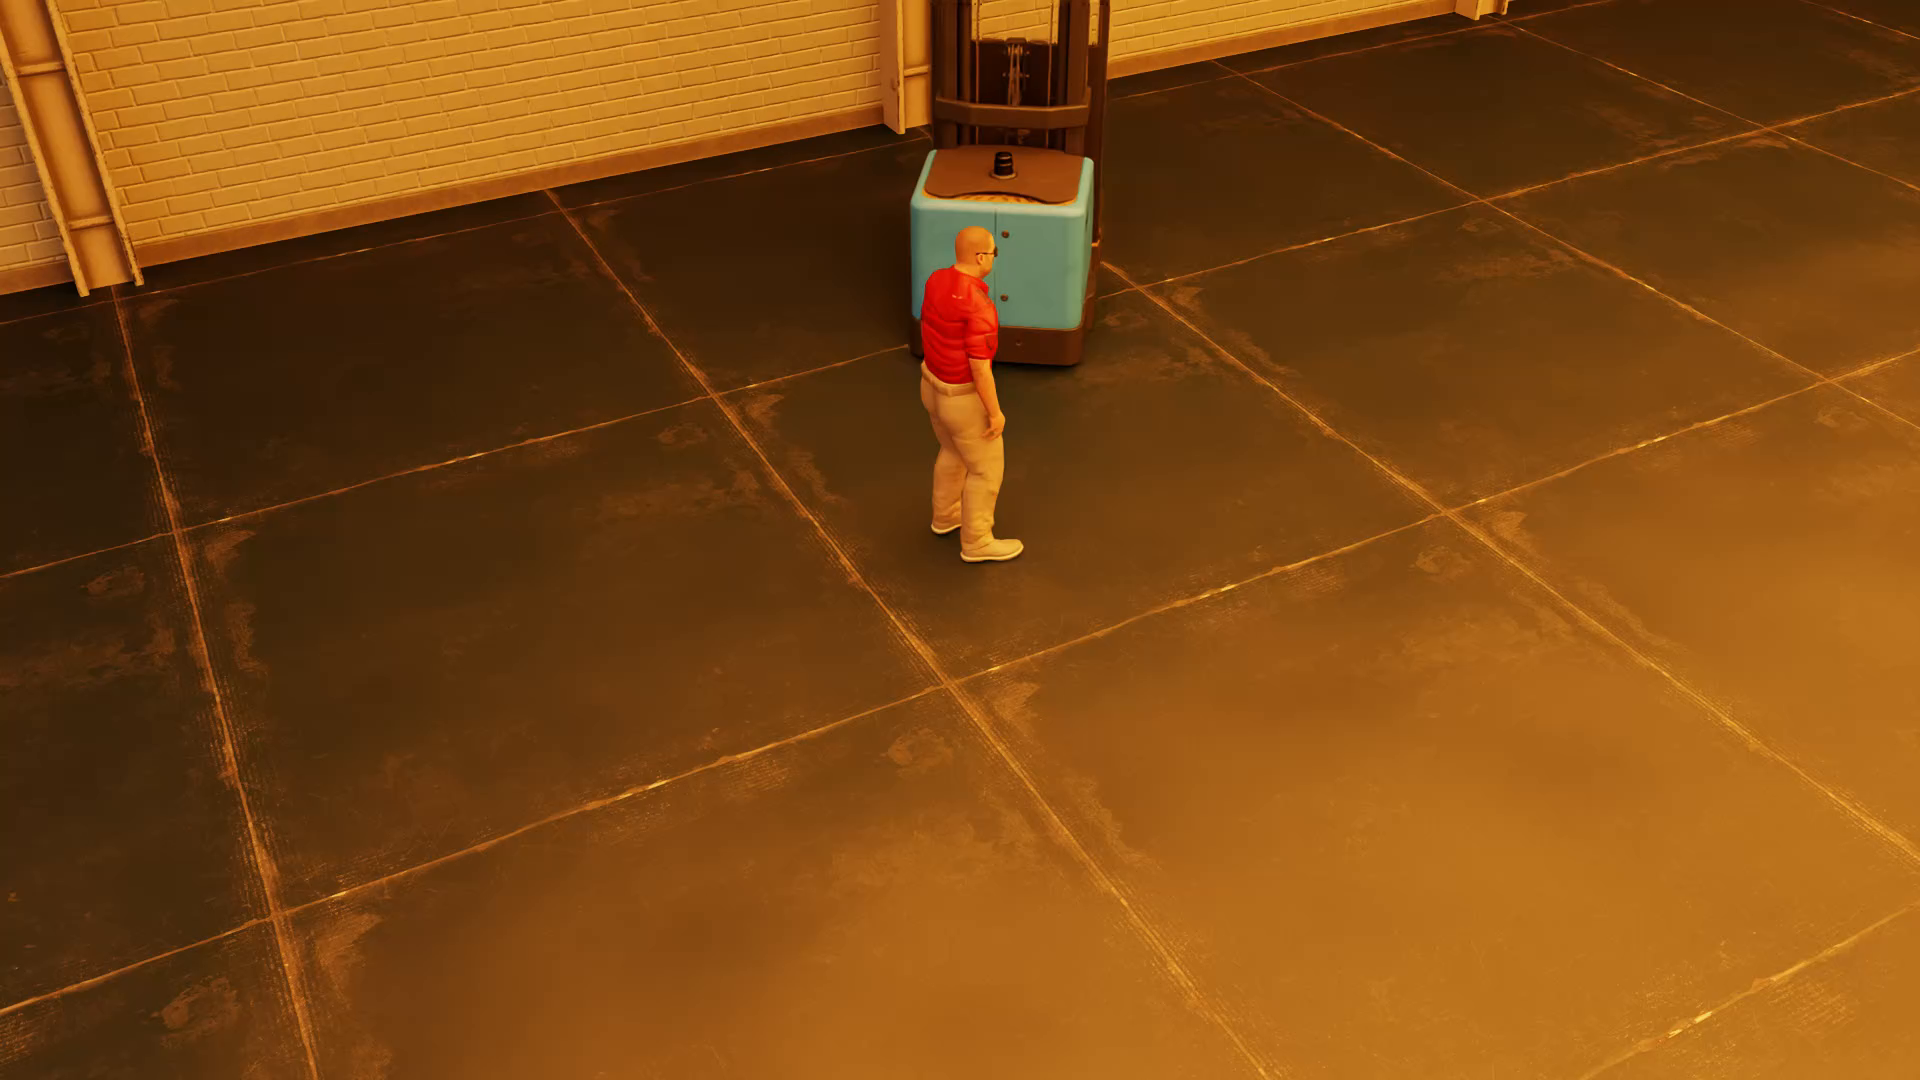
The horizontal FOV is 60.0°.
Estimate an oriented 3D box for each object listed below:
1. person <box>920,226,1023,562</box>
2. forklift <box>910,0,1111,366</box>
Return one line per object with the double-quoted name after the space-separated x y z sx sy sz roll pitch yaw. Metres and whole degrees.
0.029 -0.720 8.184 0.396 1.726 0.587 -18 39 -24 "person"
0.400 -3.087 10.491 1.130 2.935 3.031 4 35 6 "forklift"
